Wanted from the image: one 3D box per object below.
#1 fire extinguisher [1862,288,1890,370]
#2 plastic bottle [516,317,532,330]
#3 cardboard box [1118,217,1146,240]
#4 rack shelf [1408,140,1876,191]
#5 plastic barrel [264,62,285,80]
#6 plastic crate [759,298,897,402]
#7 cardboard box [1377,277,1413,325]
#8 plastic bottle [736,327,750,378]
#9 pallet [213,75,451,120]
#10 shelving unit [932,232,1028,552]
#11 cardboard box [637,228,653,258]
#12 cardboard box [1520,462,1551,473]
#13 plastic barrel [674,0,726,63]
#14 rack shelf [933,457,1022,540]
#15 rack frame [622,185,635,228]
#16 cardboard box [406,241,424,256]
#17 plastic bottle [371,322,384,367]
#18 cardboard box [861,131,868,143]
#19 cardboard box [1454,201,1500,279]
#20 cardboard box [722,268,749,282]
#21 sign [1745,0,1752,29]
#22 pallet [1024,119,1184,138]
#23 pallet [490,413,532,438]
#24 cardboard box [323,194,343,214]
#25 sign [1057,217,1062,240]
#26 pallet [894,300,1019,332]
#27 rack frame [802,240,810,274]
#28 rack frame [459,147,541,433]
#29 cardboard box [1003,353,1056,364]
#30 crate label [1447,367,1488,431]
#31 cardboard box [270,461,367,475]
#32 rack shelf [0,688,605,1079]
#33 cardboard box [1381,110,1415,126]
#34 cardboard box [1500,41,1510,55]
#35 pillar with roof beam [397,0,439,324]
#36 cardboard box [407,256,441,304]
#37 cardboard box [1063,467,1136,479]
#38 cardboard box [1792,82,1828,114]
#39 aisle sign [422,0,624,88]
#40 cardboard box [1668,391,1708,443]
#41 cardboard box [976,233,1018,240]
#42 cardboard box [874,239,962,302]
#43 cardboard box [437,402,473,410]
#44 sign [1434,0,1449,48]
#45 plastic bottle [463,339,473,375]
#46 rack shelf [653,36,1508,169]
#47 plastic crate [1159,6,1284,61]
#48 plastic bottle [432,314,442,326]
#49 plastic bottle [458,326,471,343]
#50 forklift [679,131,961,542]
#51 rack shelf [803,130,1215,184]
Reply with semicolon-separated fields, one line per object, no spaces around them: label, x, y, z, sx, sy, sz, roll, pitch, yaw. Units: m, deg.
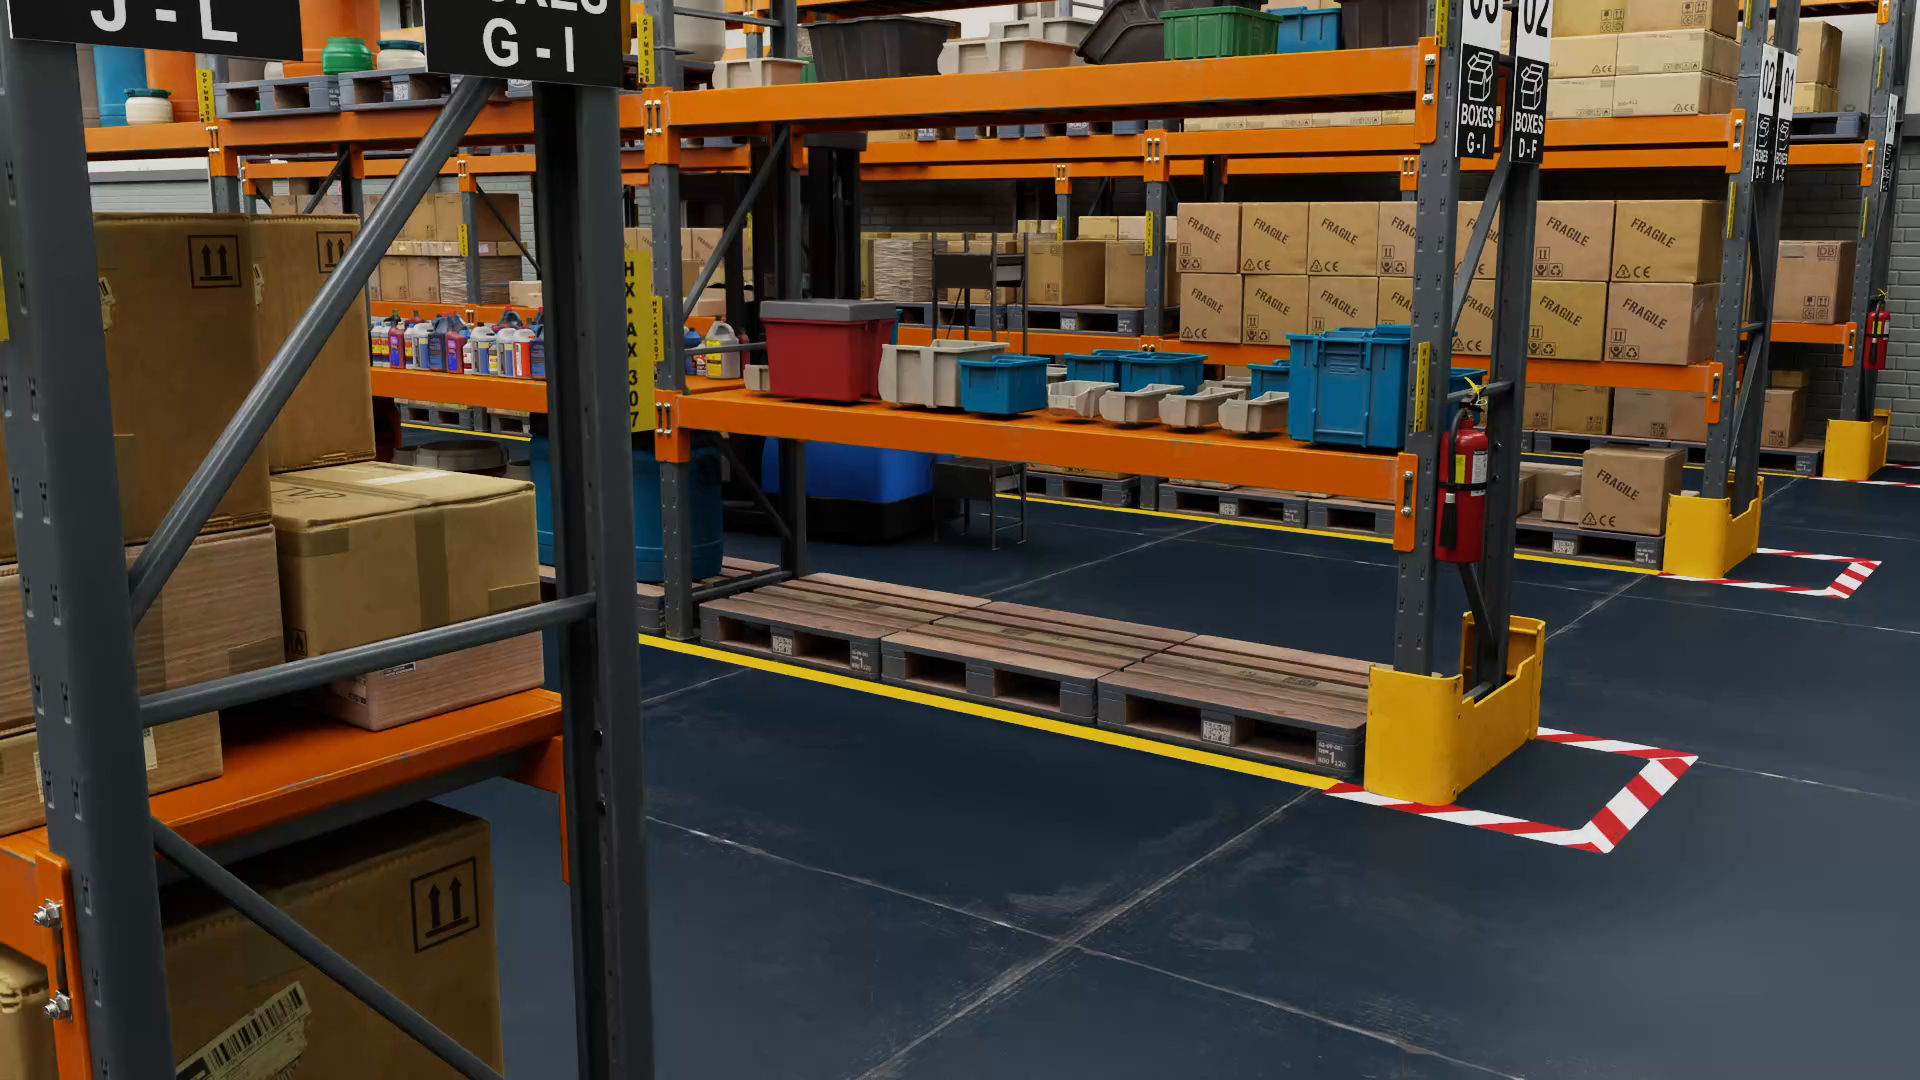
fire extinguisher;7.721;-1.774;13.989;0.183;0.674;0.296;8;13;36
plastic bottle;-2.720;-1.255;10.425;0.133;0.283;0.061;8;13;36
cardboard box;2.071;-3.405;18.158;0.500;0.250;0.500;8;13;35
rack shelf;6.260;-3.427;15.345;4.000;0.370;1.077;8;13;36
plastic barrel;-4.509;-3.075;11.336;0.421;0.512;0.421;0;11;0
plastic crate;-0.645;-0.938;8.155;0.583;0.464;0.402;8;13;36
cardboard box;3.196;-1.553;11.399;0.500;0.500;0.500;8;13;35
plastic bottle;-1.259;-1.065;9.446;0.133;0.283;0.061;8;13;36
pallet;-3.881;-2.745;10.420;1.213;0.211;1.003;8;13;36
shelving unit;0.133;-1.012;11.234;0.503;2.100;0.431;8;13;36
cardboard box;-4.012;-3.970;22.523;0.500;0.500;0.500;7;13;34
cardboard box;3.867;-0.407;11.818;0.500;0.250;0.500;8;13;36
plastic barrel;-1.492;-2.859;9.051;0.433;0.535;0.433;0;11;0
rack shelf;0.133;-0.312;11.370;0.480;0.518;0.431;8;13;36
rack frame;-5.024;-3.882;23.698;0.127;3.000;1.000;8;13;36
cardboard box;-5.698;-3.125;17.816;0.250;0.149;0.380;8;13;35
plastic bottle;-3.539;-1.194;10.144;0.097;0.271;0.097;0;11;0
cardboard box;-0.722;-3.644;14.309;0.500;0.500;0.910;8;13;36
cardboard box;3.593;-1.986;11.004;0.500;0.500;0.500;8;14;37
cardboard box;-2.758;-3.432;21.717;0.500;0.250;0.500;8;14;36
sign;4.599;-3.149;9.681;0.005;0.325;0.100;8;13;36
pallet;1.235;-3.238;12.969;1.003;0.211;1.213;8;13;36
pallet;-4.112;-1.227;17.319;1.213;0.211;1.003;8;13;36
cardboard box;-6.708;-3.634;18.737;0.500;0.500;0.700;8;14;36
sign;1.111;-3.428;18.511;0.005;0.325;0.100;8;13;36
pallet;0.065;-1.911;14.018;1.213;0.211;1.003;8;13;36
rack frame;-1.800;-3.432;21.373;0.127;3.000;1.000;8;13;36
rack frame;-4.729;-2.673;17.451;0.127;3.000;1.000;8;13;36
cardboard box;0.813;-2.044;19.621;0.500;0.500;0.700;8;14;36
crate label;2.004;-0.592;6.974;0.303;0.233;0.416;8;13;36
cardboard box;-1.573;-0.033;3.416;0.500;0.250;0.500;8;13;35
rack shelf;-2.536;0.320;3.871;4.000;0.370;1.077;8;13;36
cardboard box;3.172;-2.911;11.179;0.500;0.250;0.500;8;13;36
cardboard box;3.574;-3.100;10.840;0.500;0.250;0.500;8;13;36
pillar with roof beam;-11.332;-6.896;23.486;0.400;9.000;9.100;8;13;36
cardboard box;-5.519;-2.830;17.996;0.500;0.500;0.700;8;13;35
cardboard box;1.152;-0.774;13.058;0.500;0.500;0.500;8;13;35
cardboard box;7.125;-3.779;14.295;0.500;0.250;0.500;8;14;37
aisle sign;-0.688;-1.122;2.589;0.004;0.787;0.394;8;13;36
cardboard box;6.846;-1.182;15.215;0.500;0.500;0.700;8;13;35
cardboard box;0.573;-3.358;19.566;0.500;0.500;0.700;6;13;30
cardboard box;-0.306;-2.293;14.118;0.700;0.500;0.500;-10;15;-42
cardboard box;-5.232;-1.548;17.769;0.500;0.250;0.500;8;13;36
sign;1.696;-1.902;5.840;0.005;0.325;0.100;8;13;36
plastic bottle;-2.831;-1.061;9.641;0.097;0.201;0.097;0;11;0
rack shelf;0.396;-1.911;7.505;4.000;0.370;1.077;8;13;36
plastic crate;1.044;-2.002;6.642;0.336;0.188;0.450;8;13;36
plastic bottle;-3.436;-1.359;10.995;0.097;0.271;0.097;0;11;0
plastic bottle;-2.902;-1.120;9.760;0.097;0.271;0.097;0;11;0
forklift;-1.531;-1.605;12.108;3.031;2.935;1.130;6;13;29
rack shelf;0.107;-3.118;13.748;4.000;0.370;1.077;8;13;36
